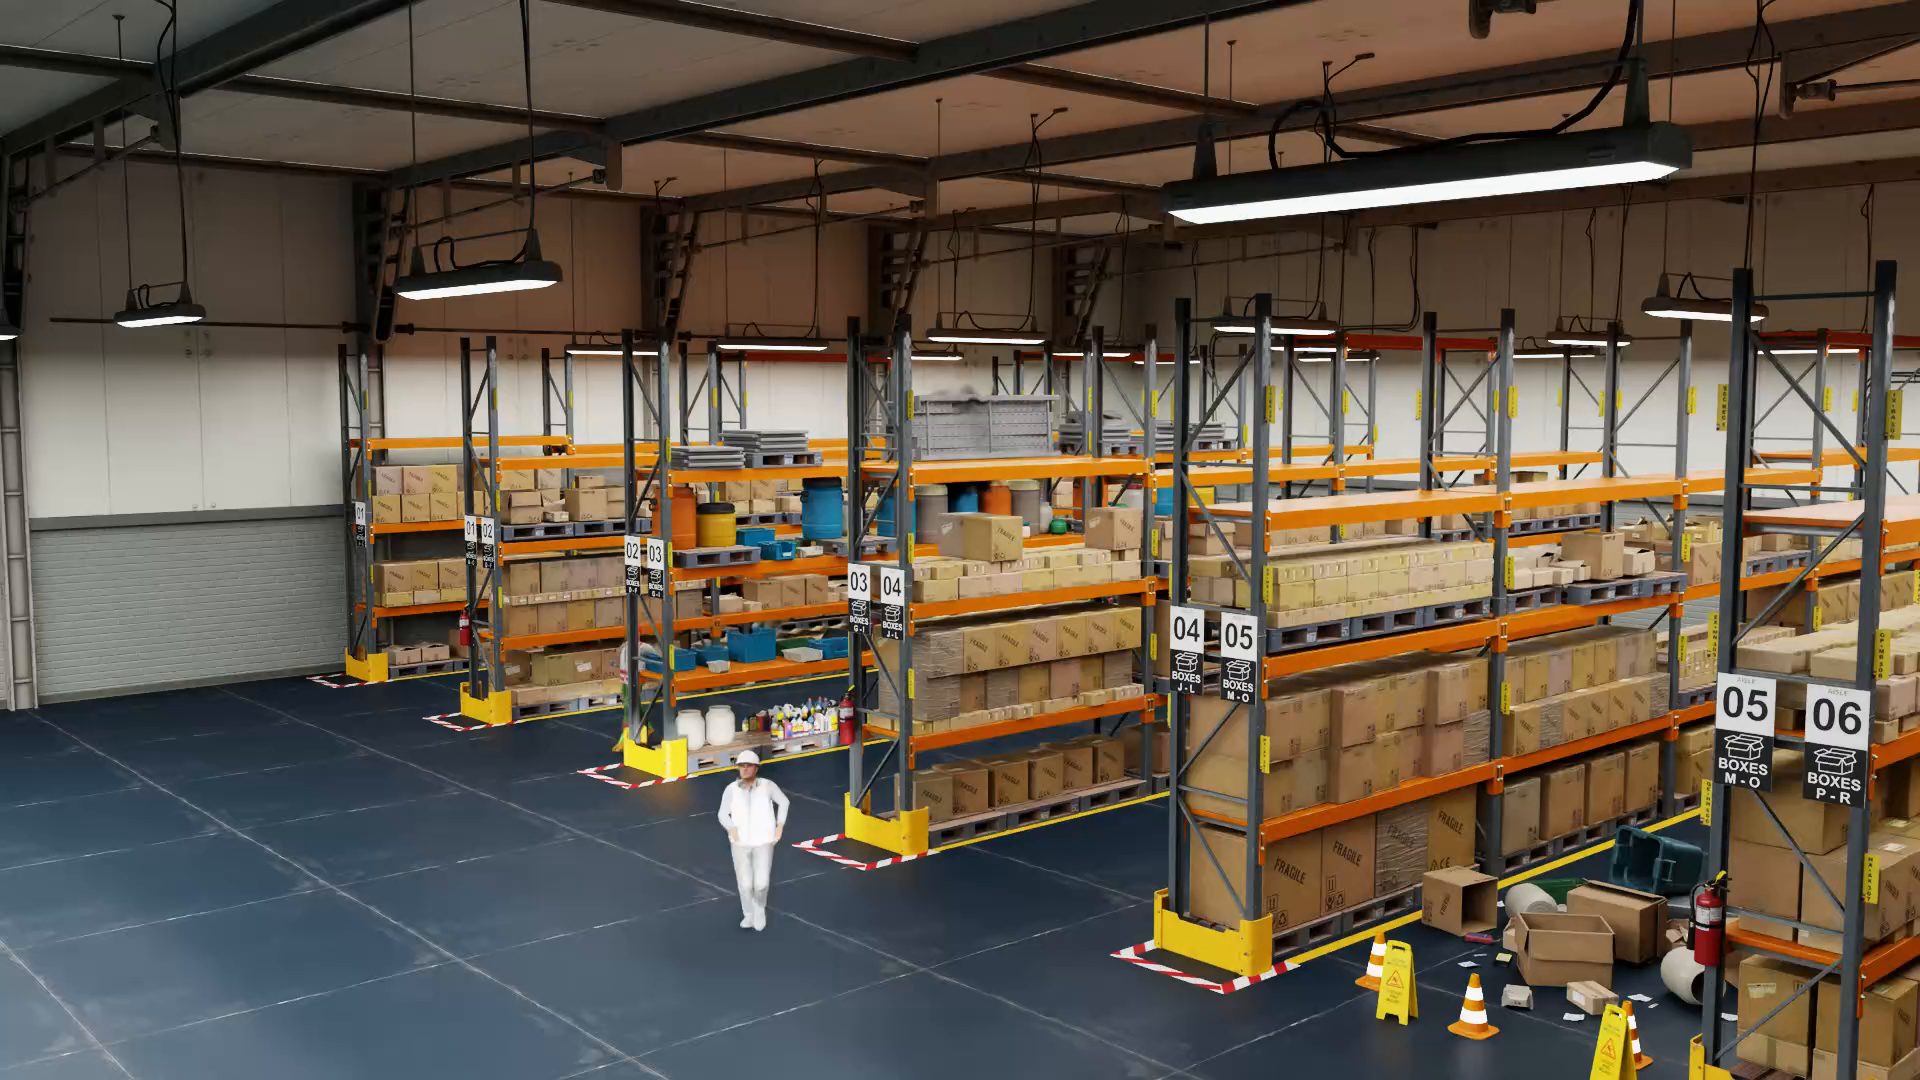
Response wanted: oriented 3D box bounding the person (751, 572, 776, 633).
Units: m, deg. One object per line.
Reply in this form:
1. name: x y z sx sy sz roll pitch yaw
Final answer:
1. person: -3.764 1.386 32.446 0.675 1.747 0.769 4 6 37

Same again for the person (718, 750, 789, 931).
1. person: -1.982 2.872 15.854 0.662 1.735 0.618 0 5 1

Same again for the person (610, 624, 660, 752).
1. person: -4.730 2.090 24.008 0.648 1.801 0.877 4 7 38
